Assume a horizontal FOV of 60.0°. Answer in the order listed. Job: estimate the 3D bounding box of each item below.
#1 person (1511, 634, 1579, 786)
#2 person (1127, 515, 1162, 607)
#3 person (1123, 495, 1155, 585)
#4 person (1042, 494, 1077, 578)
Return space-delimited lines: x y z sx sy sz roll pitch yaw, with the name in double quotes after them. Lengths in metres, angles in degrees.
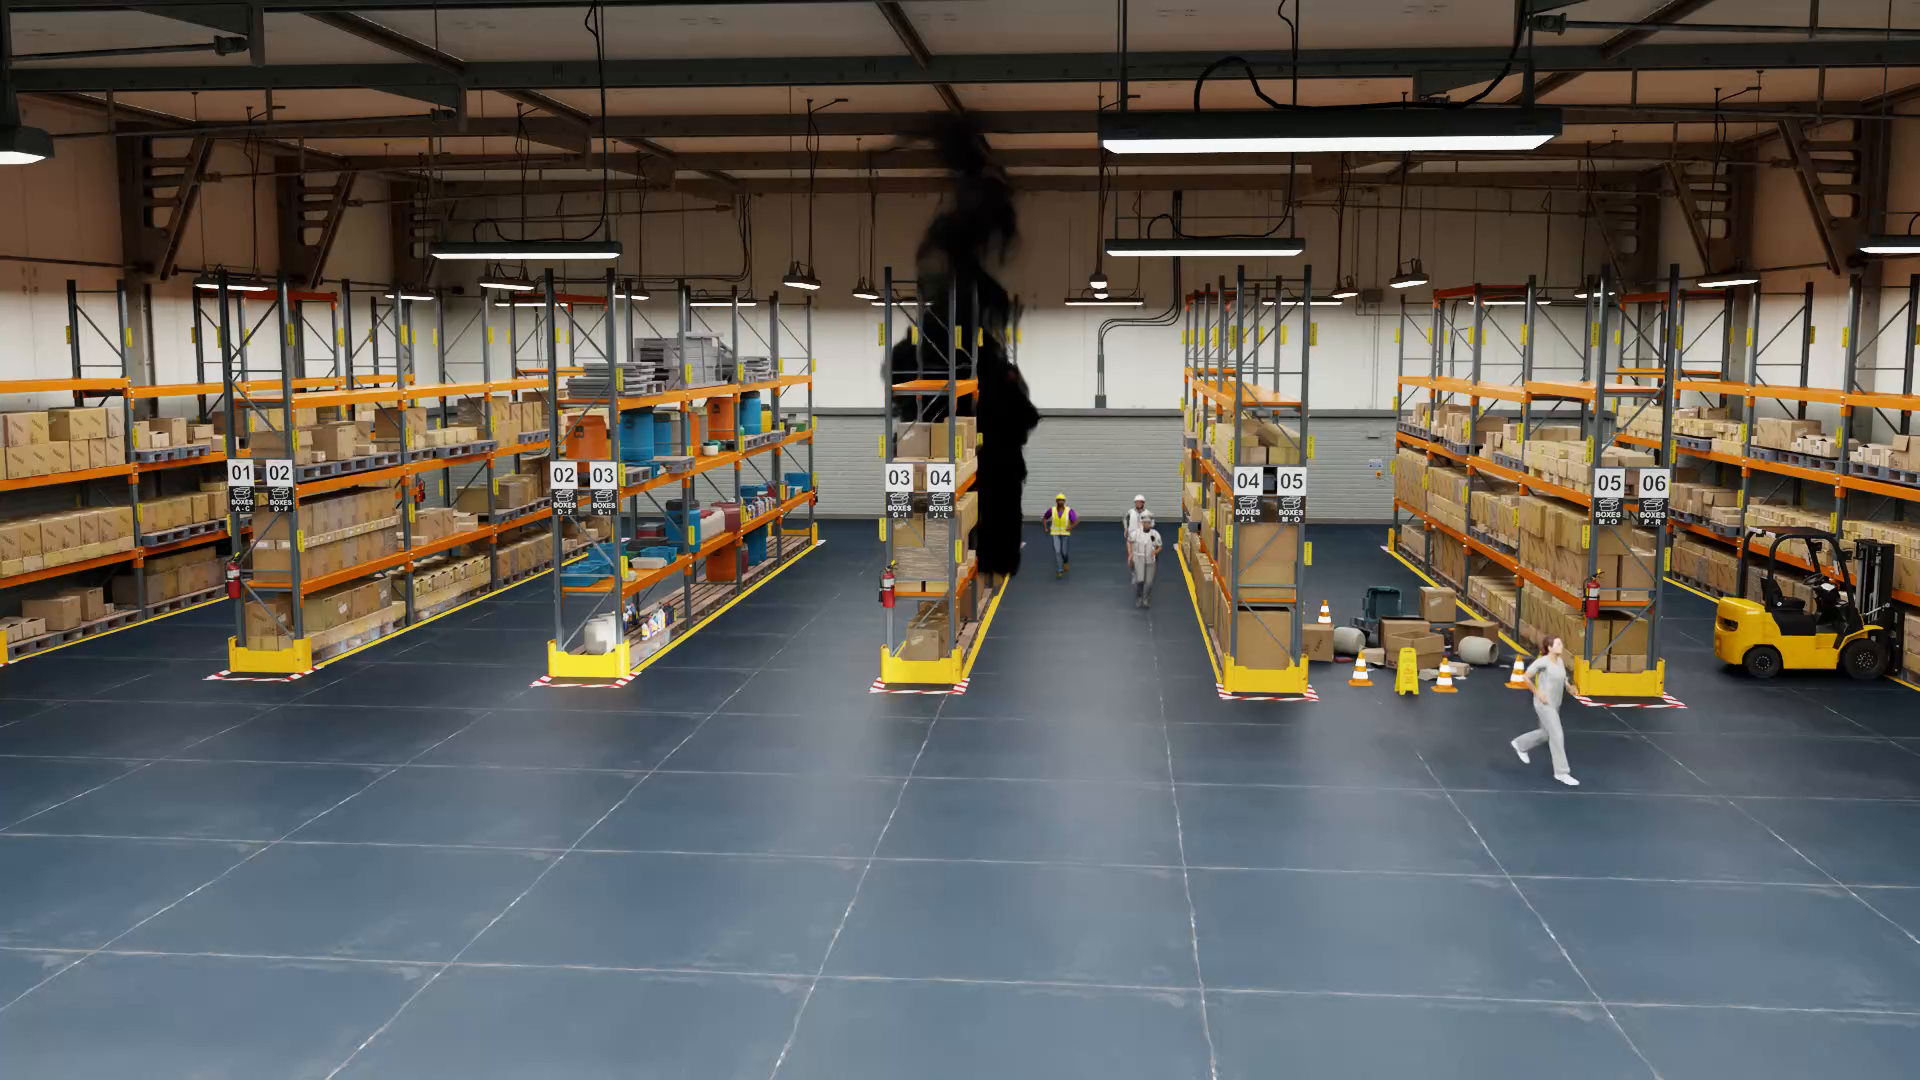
6.667 1.887 18.893 0.577 1.668 0.899 -5 9 -37 "person"
3.428 0.393 30.799 0.637 1.738 0.741 0 7 0 "person"
3.664 -0.027 34.072 0.641 1.803 0.875 1 7 5 "person"
2.093 -0.102 34.925 0.731 1.739 0.891 1 7 4 "person"
